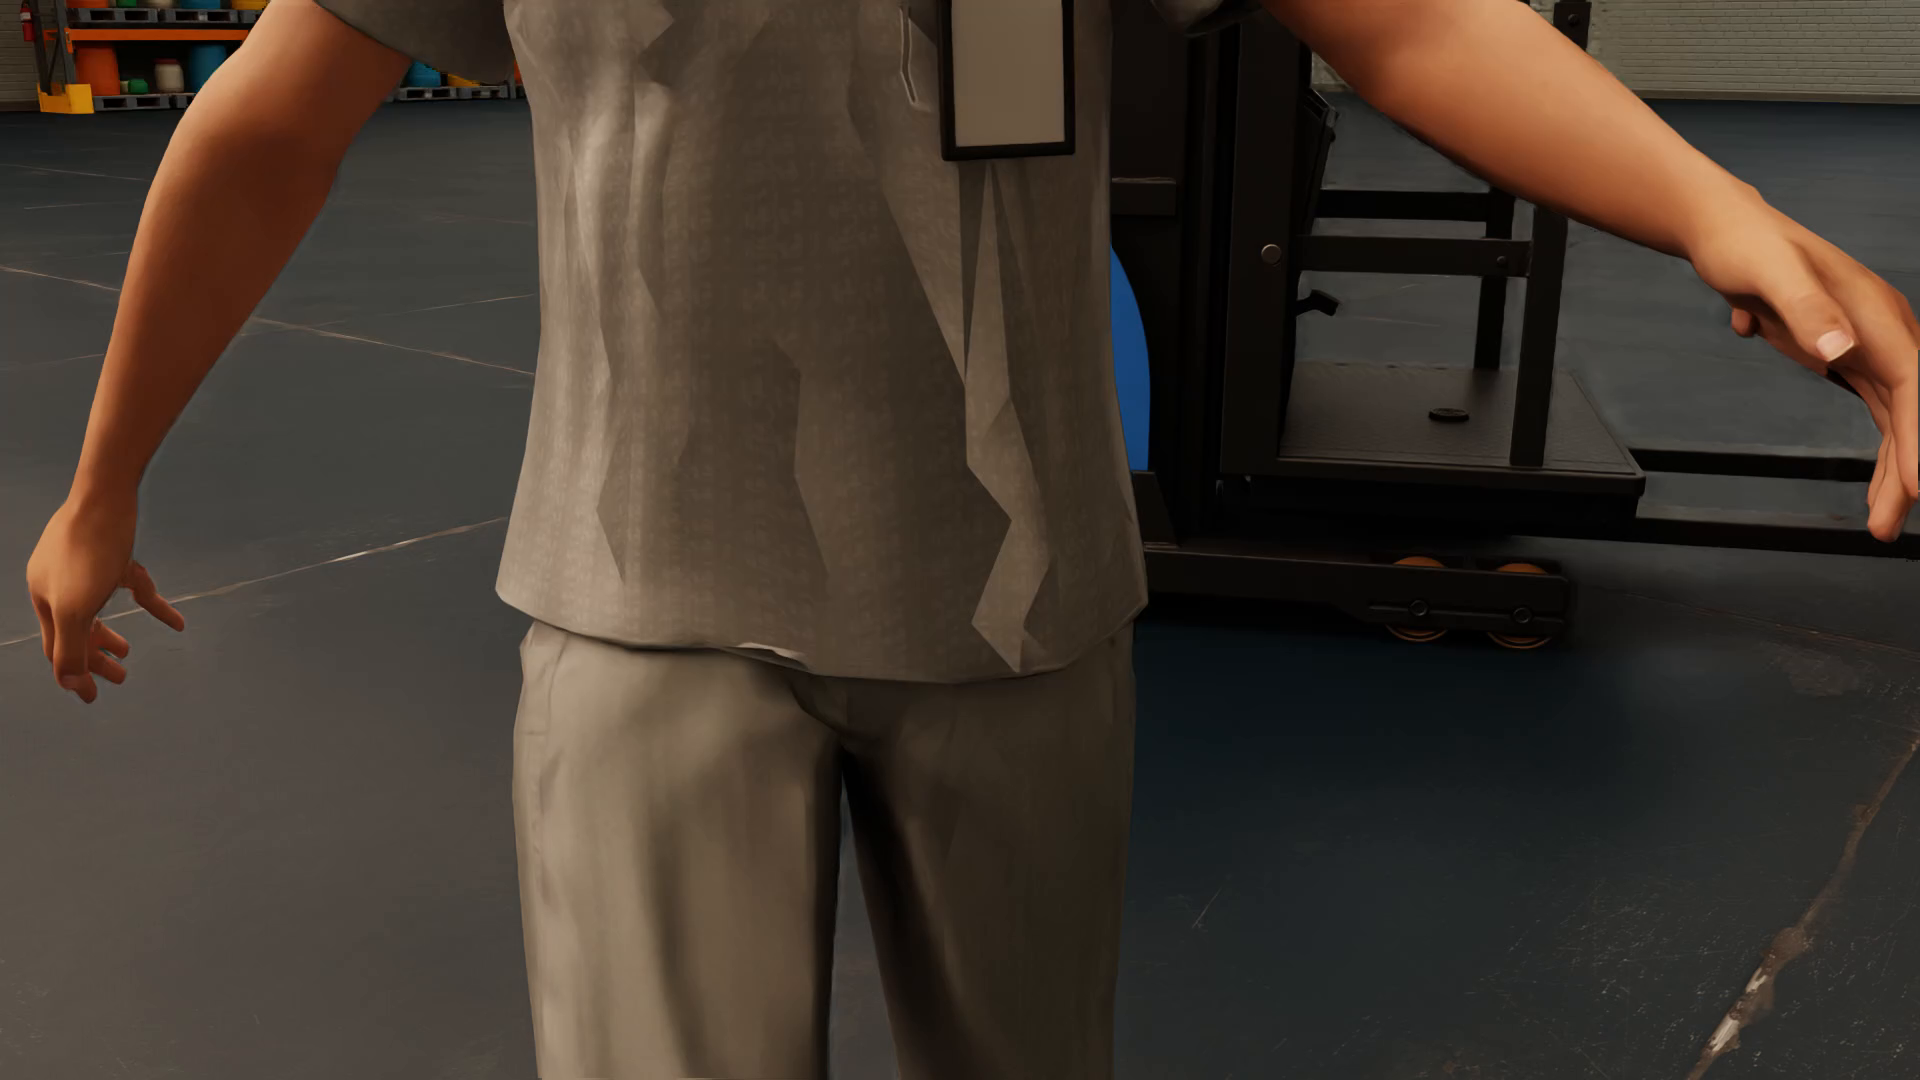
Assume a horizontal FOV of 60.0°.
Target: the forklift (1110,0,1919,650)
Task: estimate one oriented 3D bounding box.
[{"bbox_3d":[0.930,-1.358,3.369,3.031,2.935,1.130,4,17,12],"label":"forklift"}]
